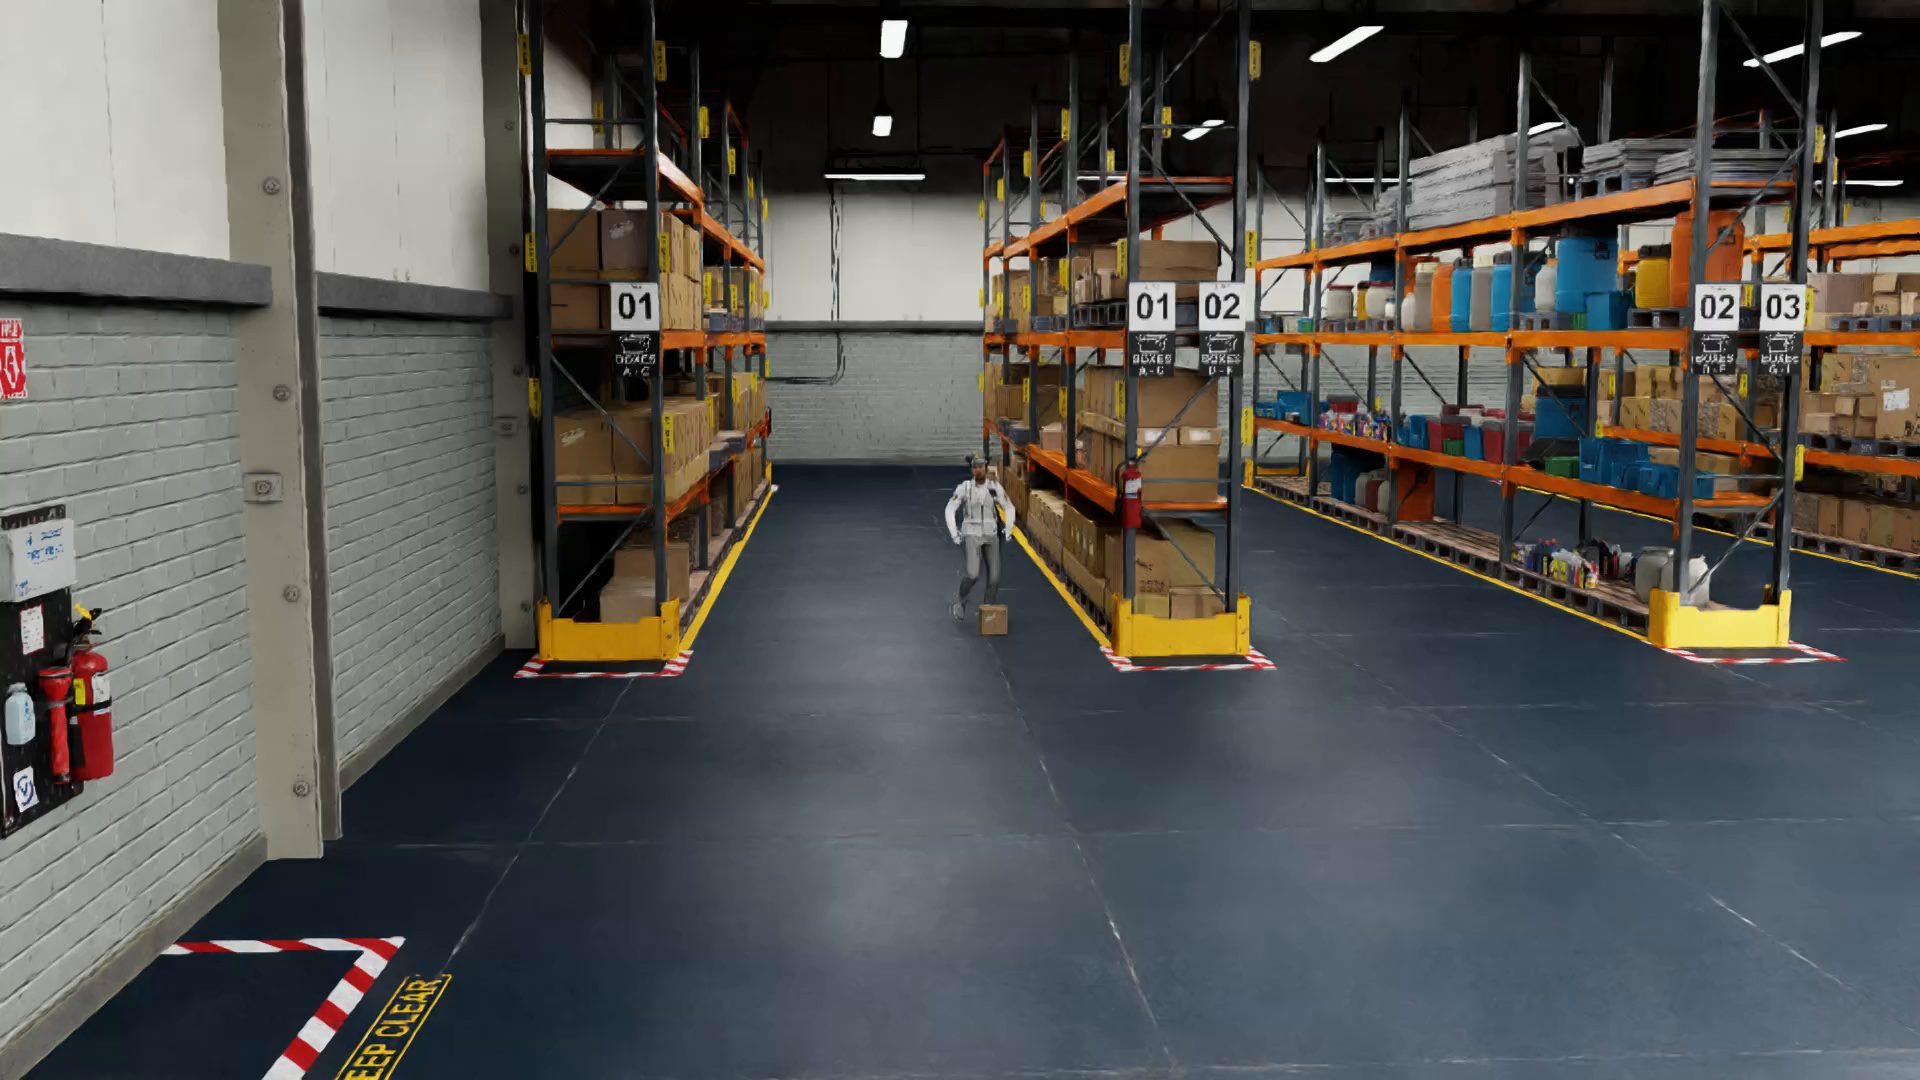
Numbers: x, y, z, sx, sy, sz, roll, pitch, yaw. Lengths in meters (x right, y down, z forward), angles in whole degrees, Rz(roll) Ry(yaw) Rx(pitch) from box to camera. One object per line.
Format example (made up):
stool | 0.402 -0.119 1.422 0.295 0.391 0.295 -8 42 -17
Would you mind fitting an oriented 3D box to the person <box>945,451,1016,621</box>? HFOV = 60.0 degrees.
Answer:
person | 0.223 -0.017 15.879 0.675 1.663 0.467 -2 7 -15
